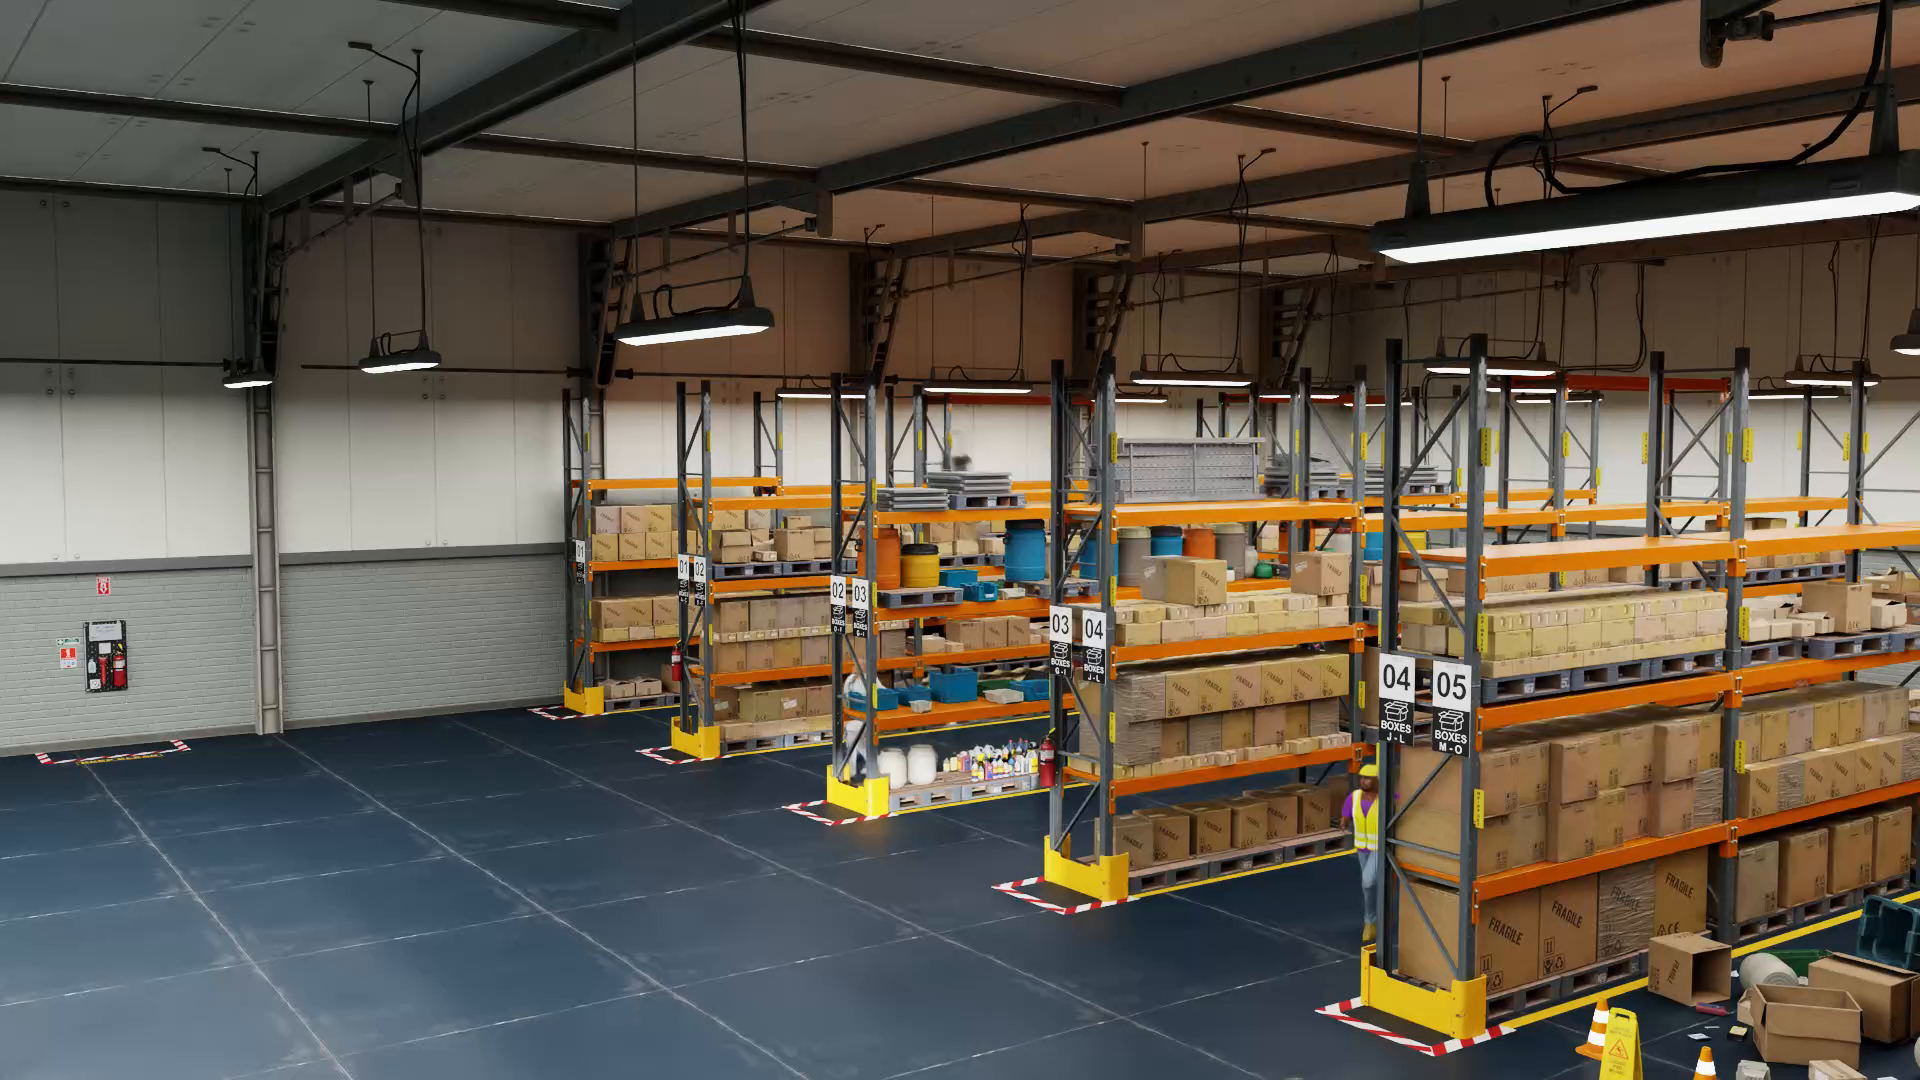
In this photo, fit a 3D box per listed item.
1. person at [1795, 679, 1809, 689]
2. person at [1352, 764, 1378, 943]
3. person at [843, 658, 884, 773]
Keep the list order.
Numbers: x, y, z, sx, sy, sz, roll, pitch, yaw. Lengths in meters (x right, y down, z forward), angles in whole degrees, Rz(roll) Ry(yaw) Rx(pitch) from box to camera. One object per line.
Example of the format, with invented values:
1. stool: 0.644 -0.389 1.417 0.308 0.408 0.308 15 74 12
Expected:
1. person: 12.184 2.749 24.036 0.654 1.631 0.643 -3 5 -42
2. person: 4.318 3.186 17.134 0.722 1.798 0.443 -4 5 -44
3. person: -1.515 2.592 24.768 0.802 1.672 0.694 -3 5 -38
